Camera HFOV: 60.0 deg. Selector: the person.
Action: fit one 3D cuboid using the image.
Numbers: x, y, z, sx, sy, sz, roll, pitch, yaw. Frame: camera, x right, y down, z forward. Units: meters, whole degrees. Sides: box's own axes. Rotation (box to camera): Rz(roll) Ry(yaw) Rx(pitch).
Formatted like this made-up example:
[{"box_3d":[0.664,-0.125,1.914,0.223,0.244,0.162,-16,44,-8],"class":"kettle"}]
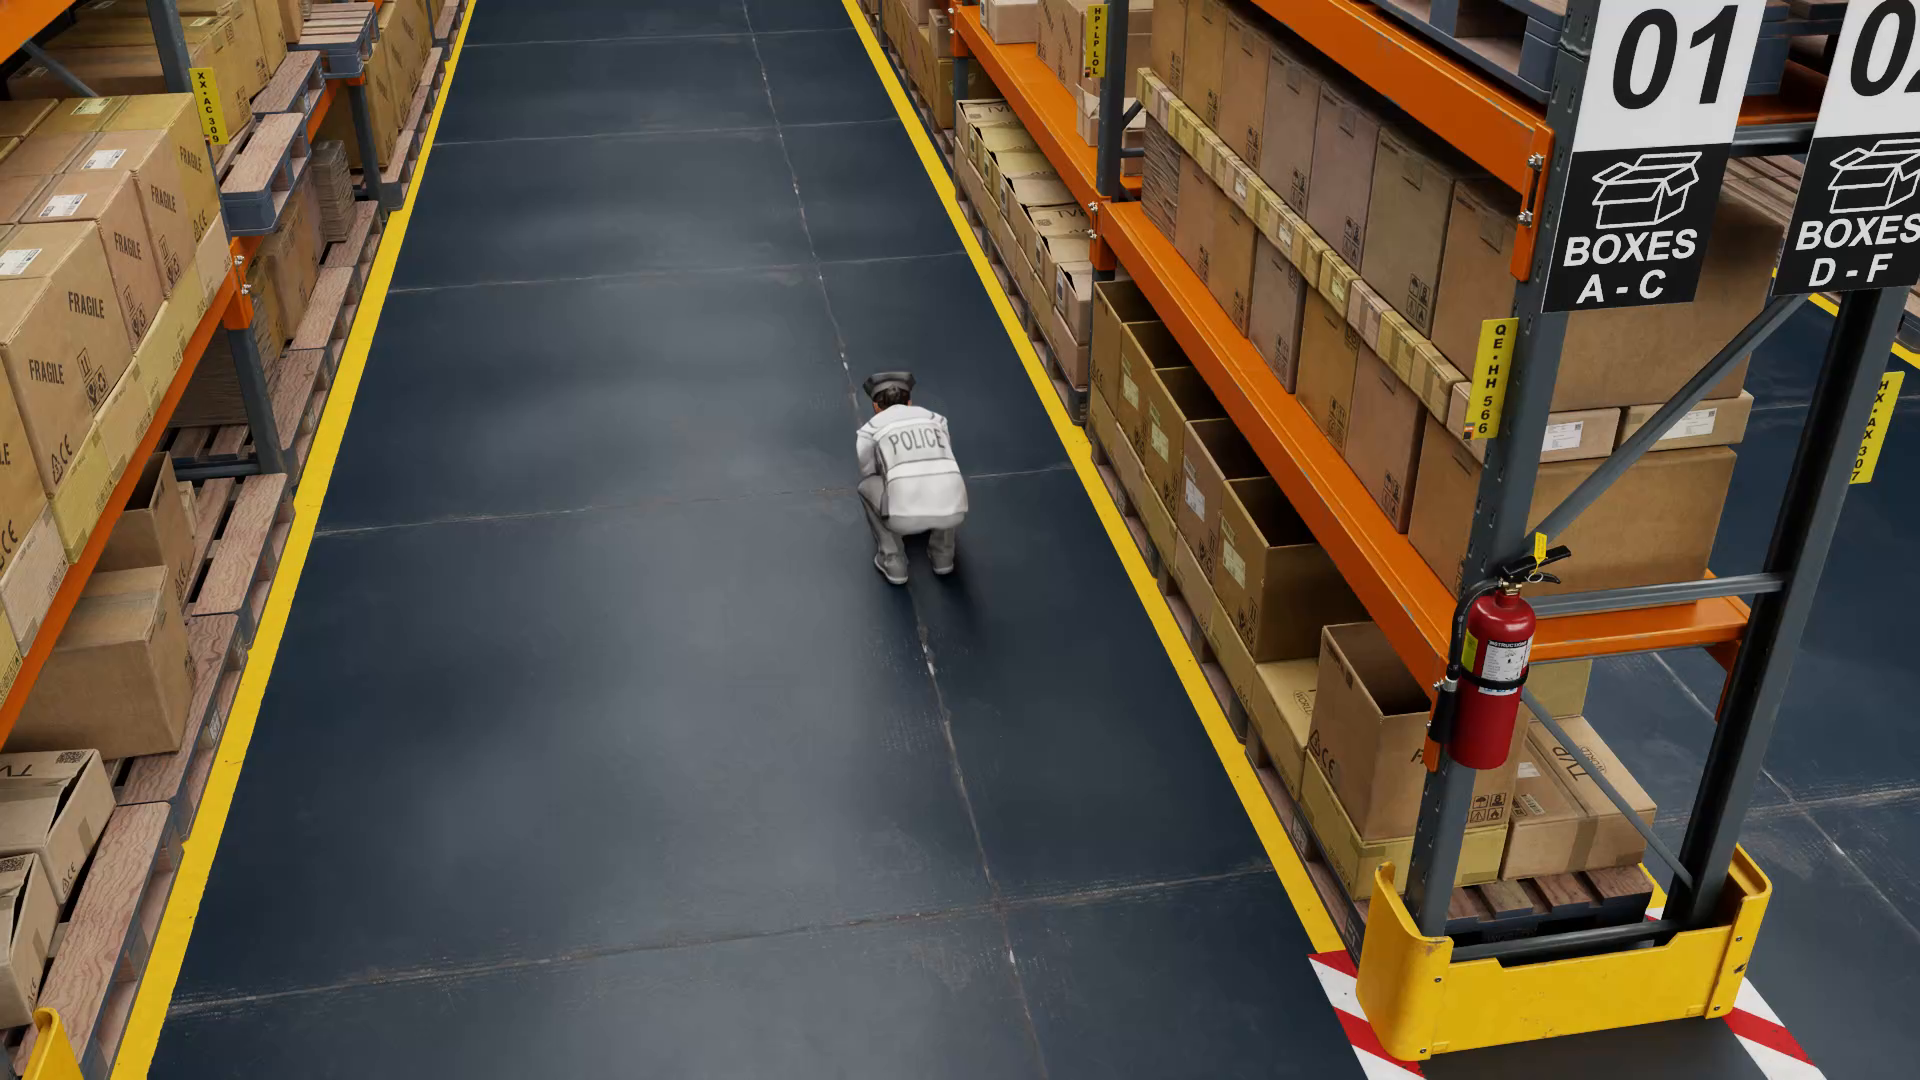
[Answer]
[{"box_3d":[-0.225,-0.257,7.495,0.464,0.850,0.888,-5,31,-9],"class":"person"}]
